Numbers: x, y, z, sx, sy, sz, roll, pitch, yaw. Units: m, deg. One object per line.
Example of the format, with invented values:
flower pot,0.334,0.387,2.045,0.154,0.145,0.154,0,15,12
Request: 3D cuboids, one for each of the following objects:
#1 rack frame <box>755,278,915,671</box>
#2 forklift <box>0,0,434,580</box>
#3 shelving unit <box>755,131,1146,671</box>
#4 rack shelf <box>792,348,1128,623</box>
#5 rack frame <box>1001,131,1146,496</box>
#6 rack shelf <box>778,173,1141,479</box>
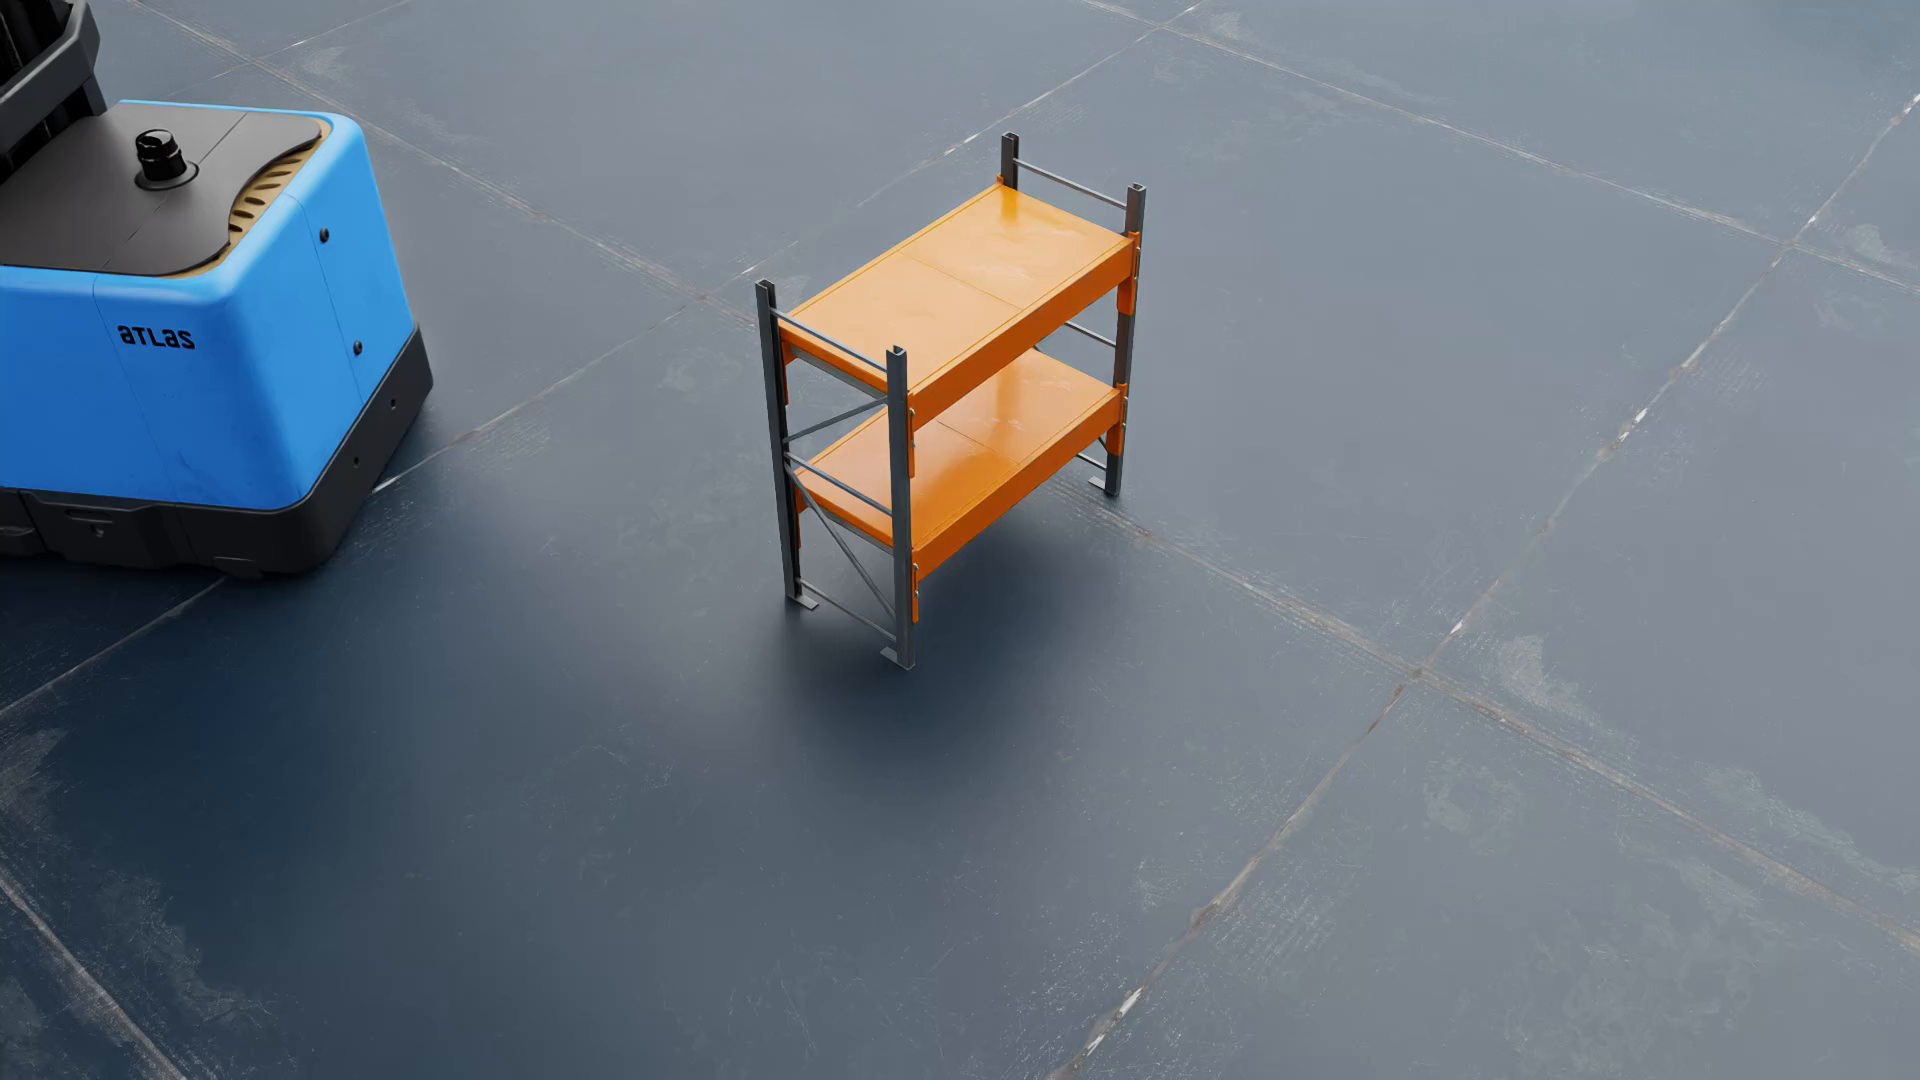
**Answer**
rack frame,-0.331,-0.151,4.580,0.500,1.125,0.032,29,50,28
forklift,-3.372,-1.406,4.617,3.031,2.935,1.130,5,43,6
shelving unit,-0.004,-0.413,4.868,0.538,1.125,1.048,29,50,28
rack shelf,-0.004,-0.232,5.032,0.538,0.278,1.000,29,50,28
rack frame,0.323,-0.674,5.156,0.500,1.125,0.032,29,50,28
rack shelf,-0.004,-0.629,4.671,0.538,0.278,1.000,29,50,28
